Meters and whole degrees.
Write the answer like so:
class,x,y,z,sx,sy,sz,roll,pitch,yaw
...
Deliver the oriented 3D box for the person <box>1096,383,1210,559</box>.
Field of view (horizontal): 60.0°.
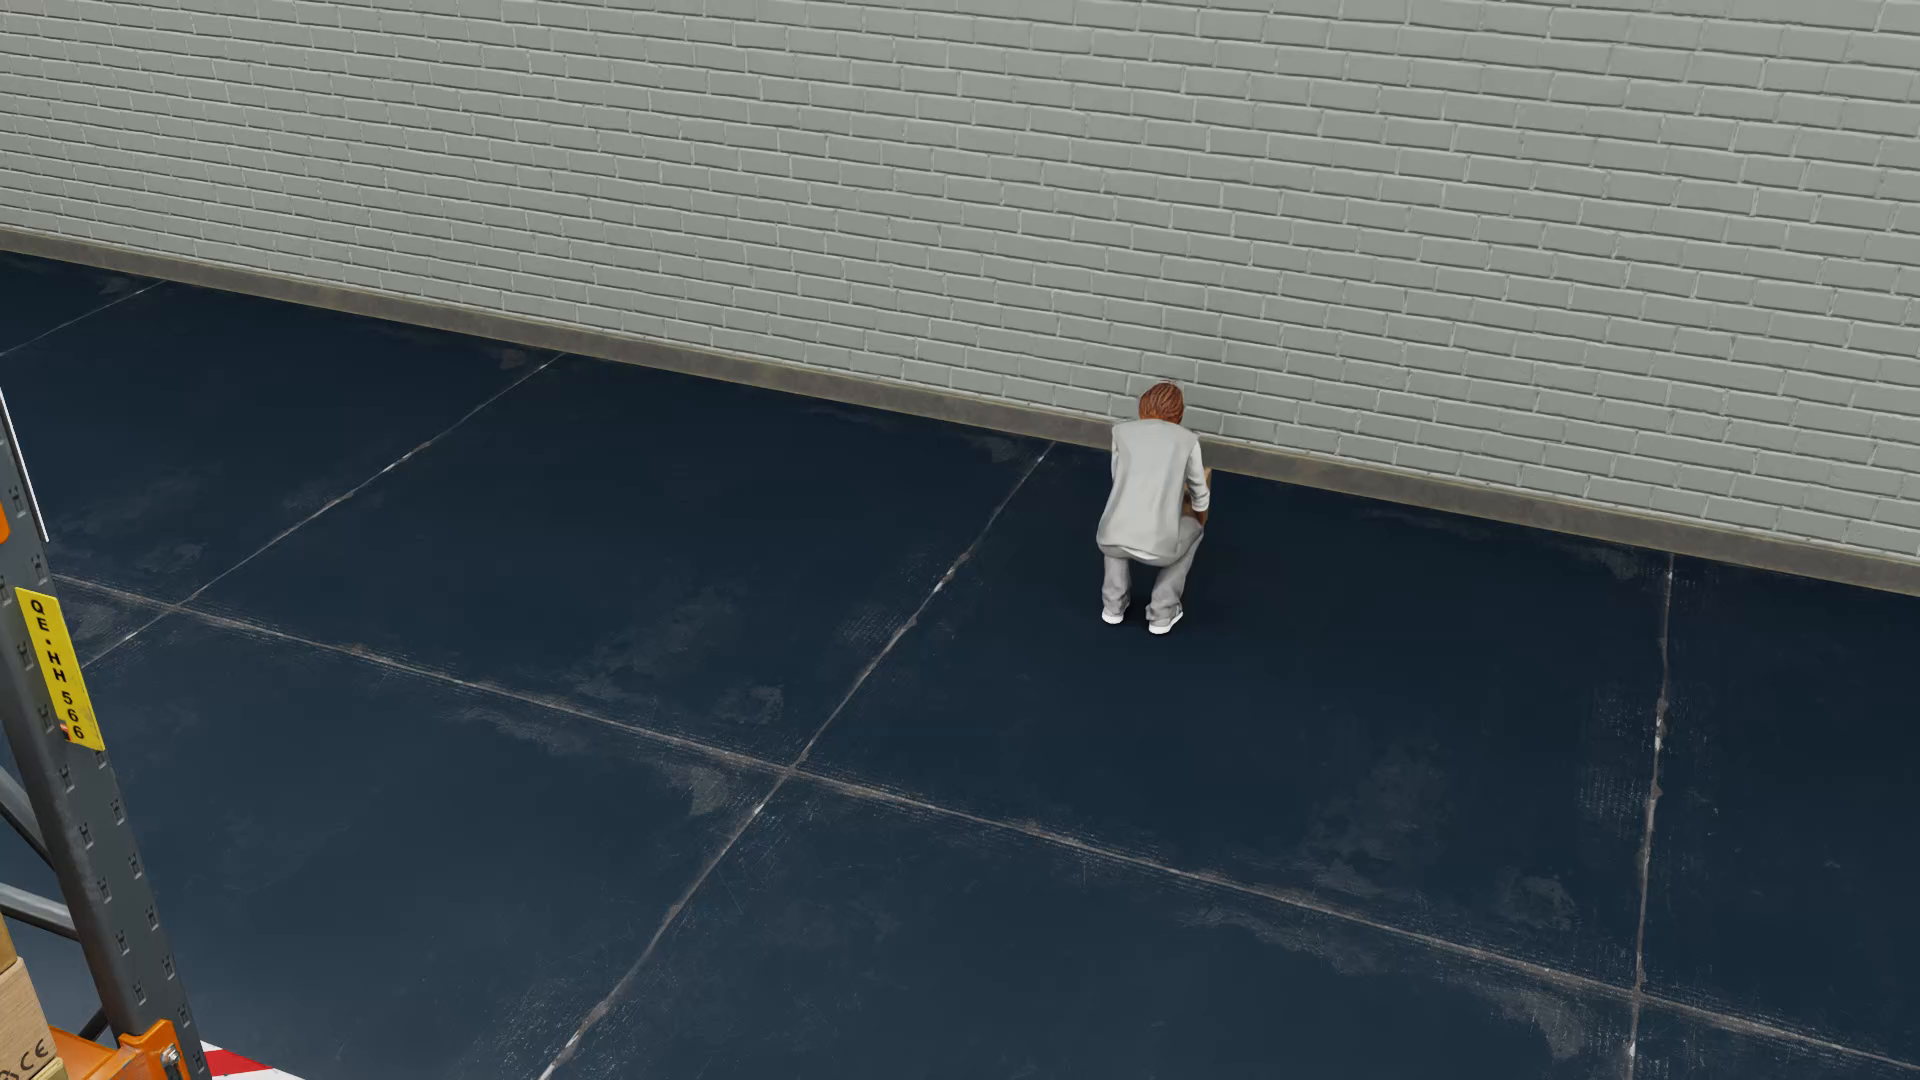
class,x,y,z,sx,sy,sz,roll,pitch,yaw
person,0.790,-0.190,6.985,0.428,0.754,0.801,11,32,19
